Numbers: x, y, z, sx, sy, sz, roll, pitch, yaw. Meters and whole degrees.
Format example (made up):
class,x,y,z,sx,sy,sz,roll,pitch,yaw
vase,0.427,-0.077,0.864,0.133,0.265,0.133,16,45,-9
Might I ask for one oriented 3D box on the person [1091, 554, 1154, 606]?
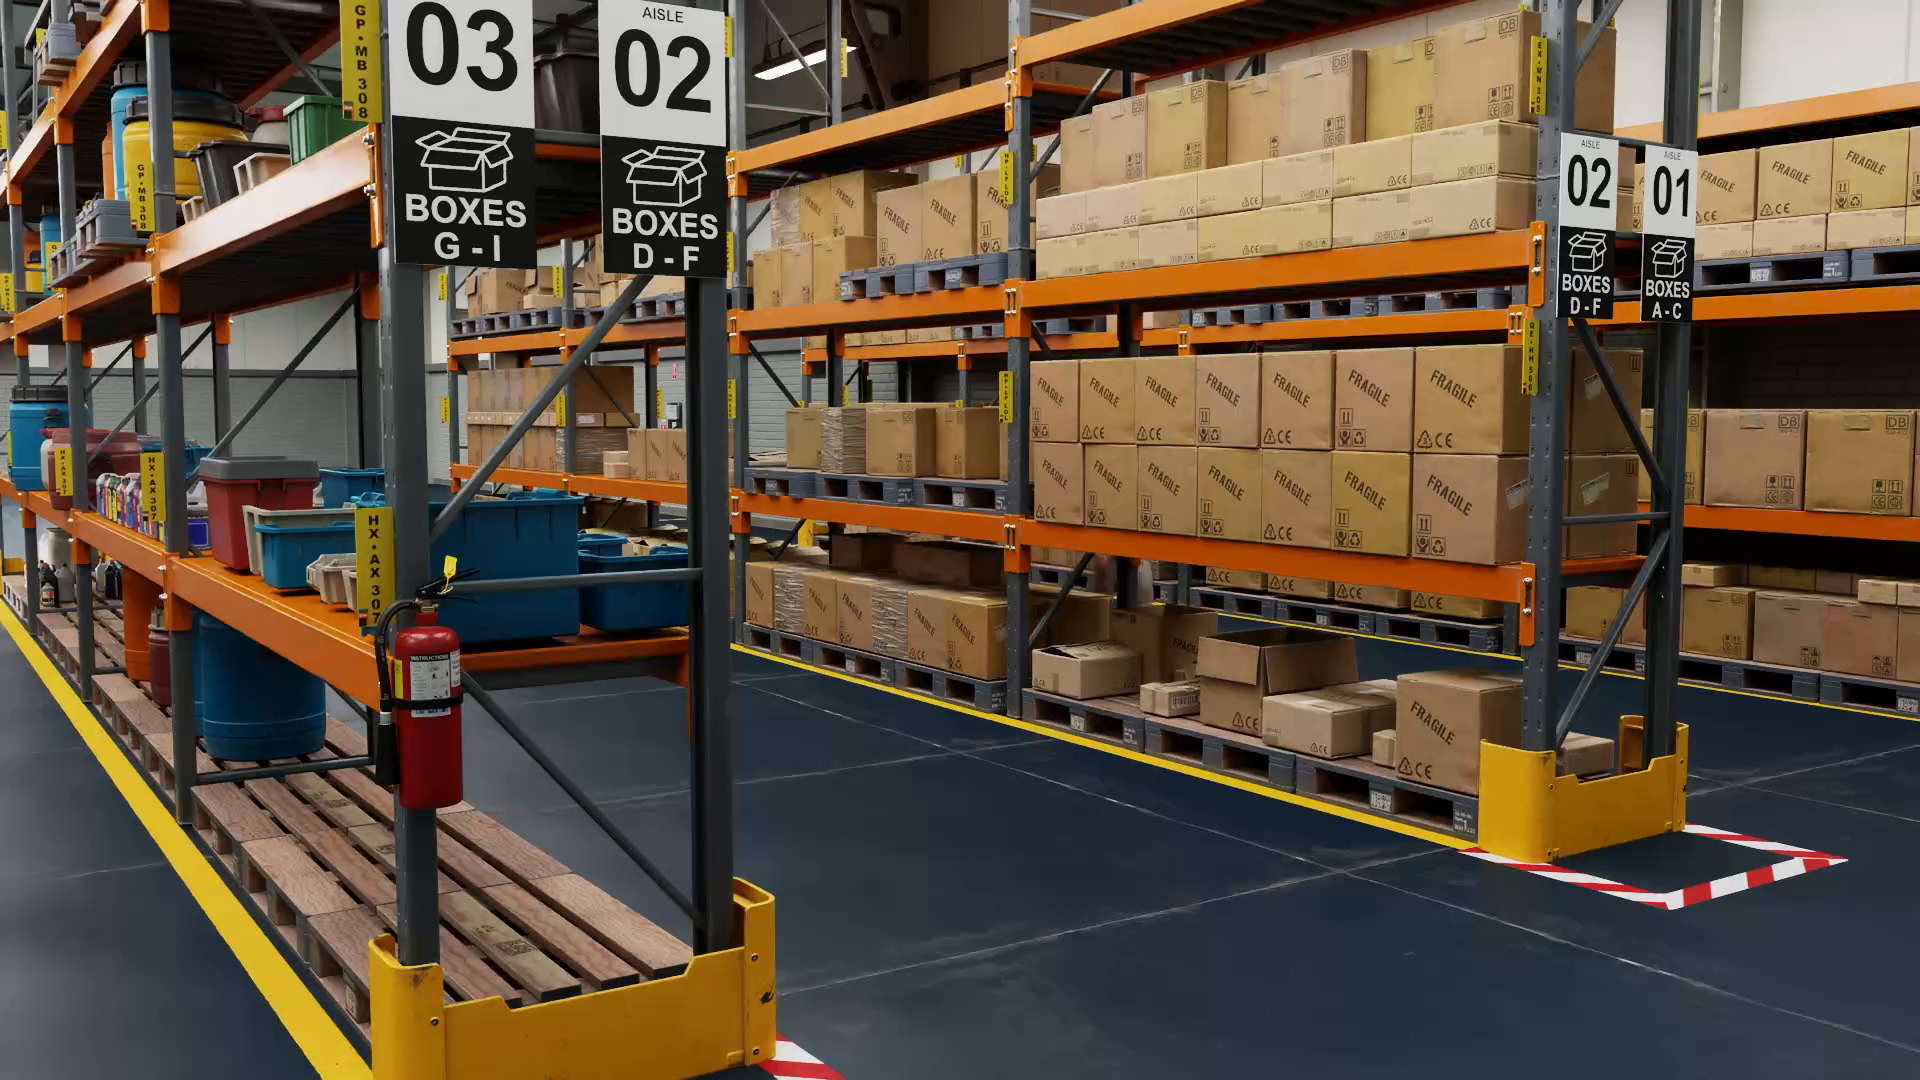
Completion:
class,x,y,z,sx,sy,sz,roll,pitch,yaw
person,1.304,0.068,13.586,0.553,1.670,0.925,-2,5,-28
